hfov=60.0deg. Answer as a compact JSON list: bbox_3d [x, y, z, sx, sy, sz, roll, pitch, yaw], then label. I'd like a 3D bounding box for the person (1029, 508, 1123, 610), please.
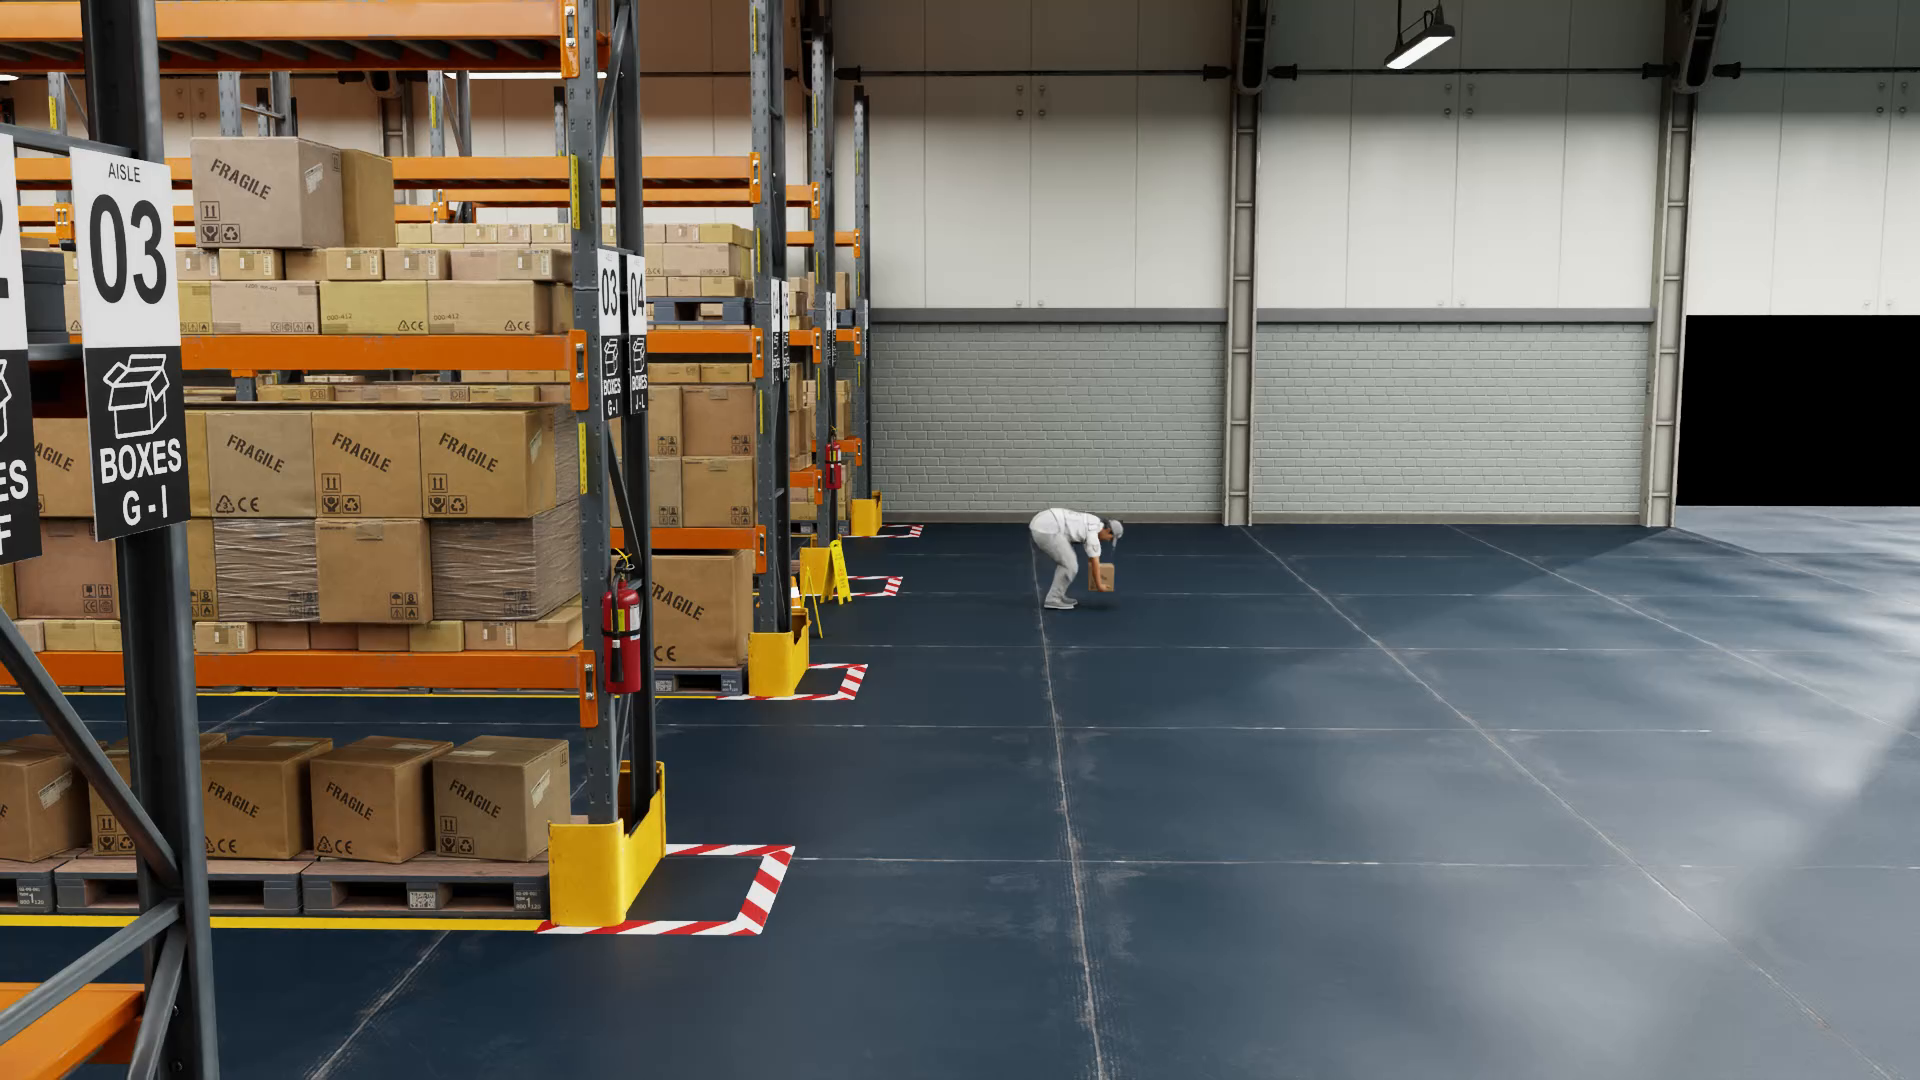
[{"bbox_3d":[1.182,0.182,16.917,0.949,1.014,0.484,0,7,-1],"label":"person"}]
